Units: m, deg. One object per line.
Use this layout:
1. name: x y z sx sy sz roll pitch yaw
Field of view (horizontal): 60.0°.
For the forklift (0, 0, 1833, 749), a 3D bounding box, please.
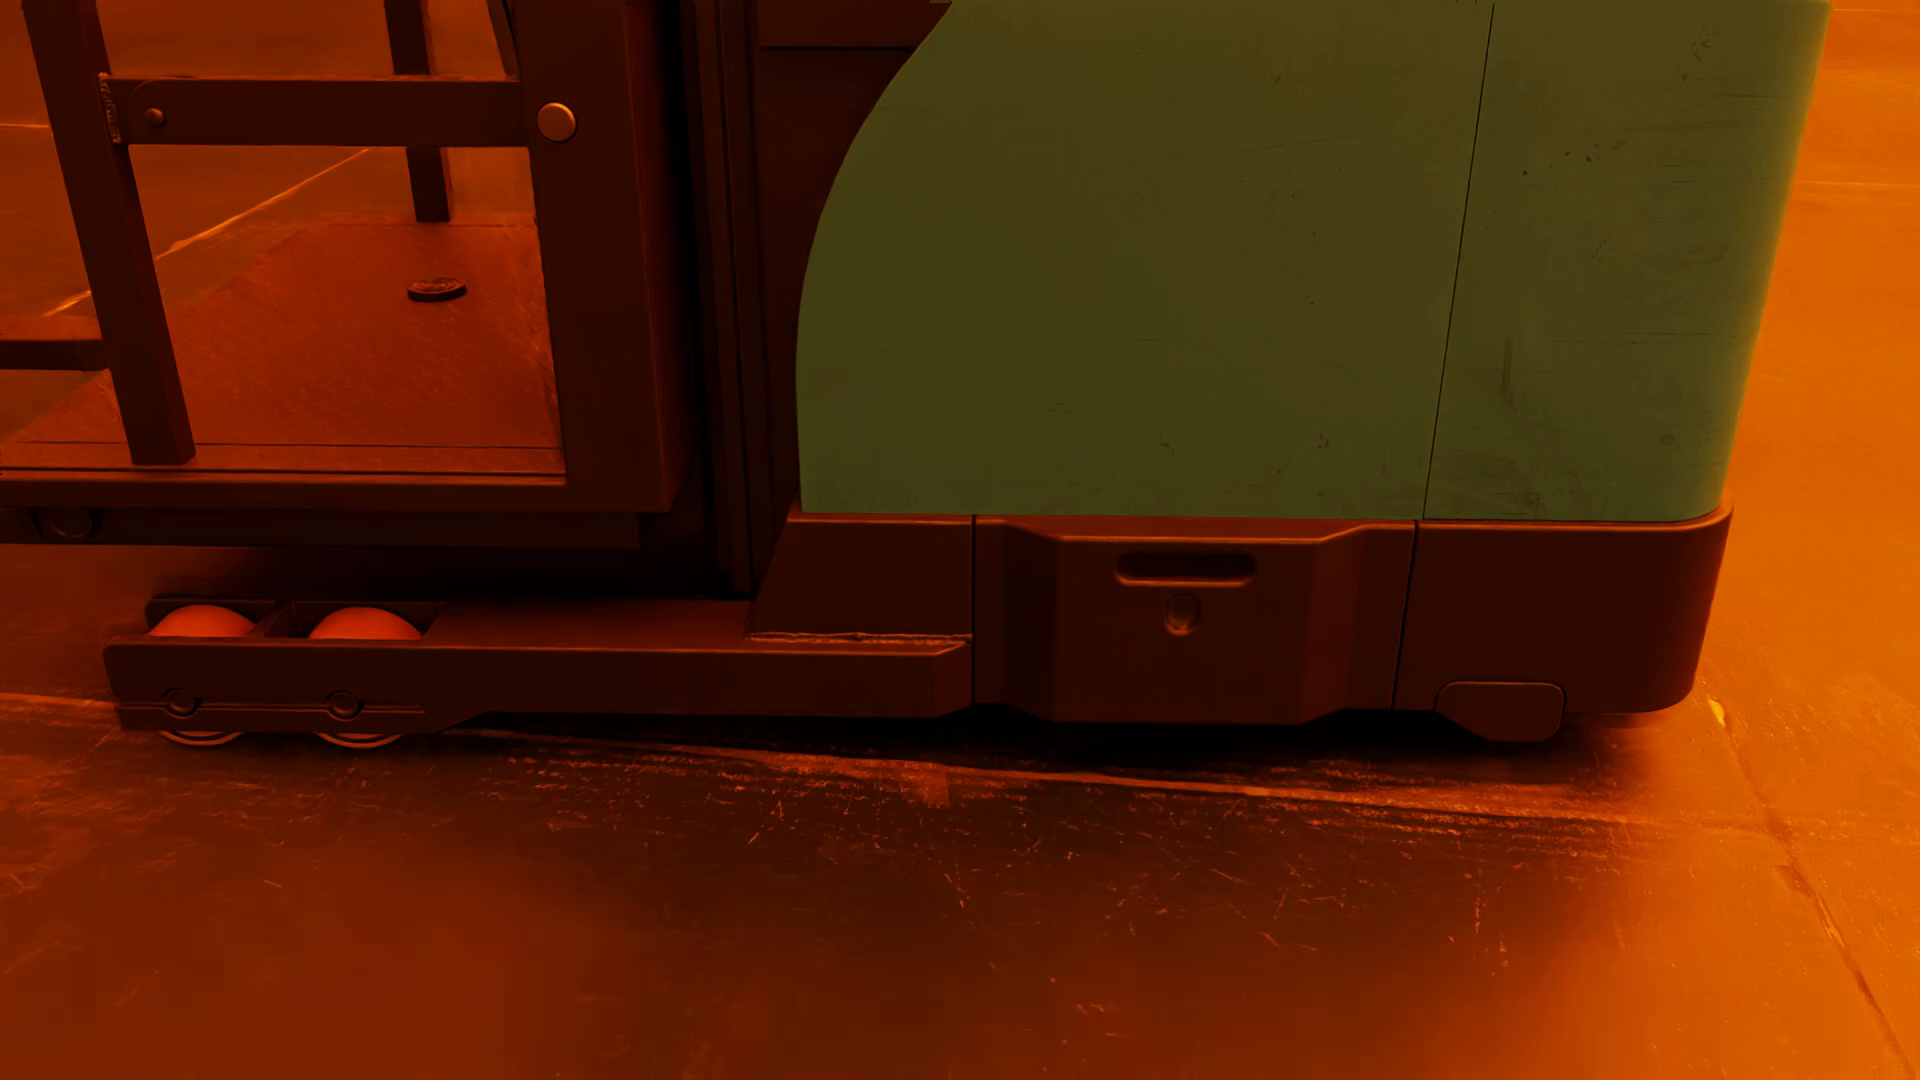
1. forklift: -0.617 -1.297 1.816 3.031 2.935 1.130 1 27 1
